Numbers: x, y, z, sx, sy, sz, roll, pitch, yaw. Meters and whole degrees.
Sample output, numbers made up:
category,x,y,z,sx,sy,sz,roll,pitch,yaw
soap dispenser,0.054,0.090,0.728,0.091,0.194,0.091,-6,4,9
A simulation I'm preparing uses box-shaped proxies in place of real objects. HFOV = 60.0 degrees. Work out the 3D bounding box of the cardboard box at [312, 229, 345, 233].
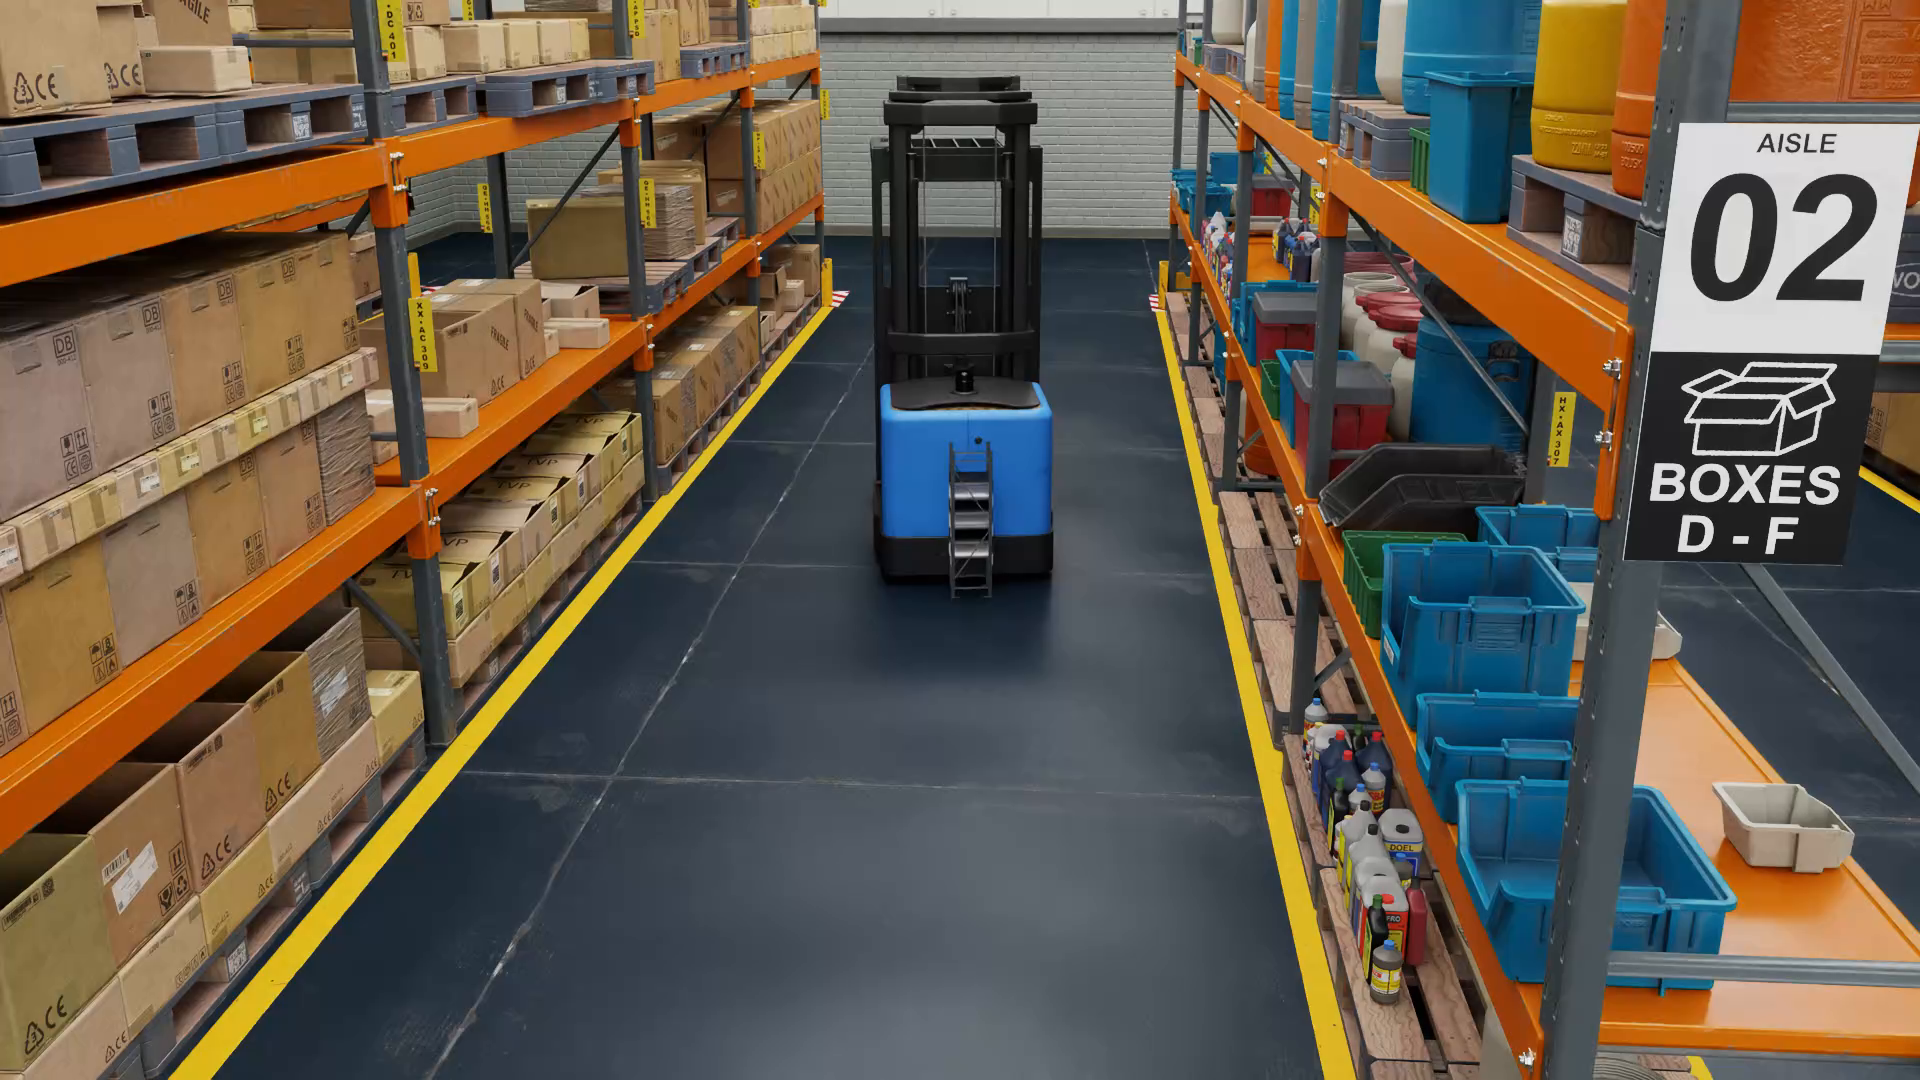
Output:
category,x,y,z,sx,sy,sz,roll,pitch,yaw
cardboard box,-7.149,-3.447,18.923,0.380,0.149,0.250,1,18,4

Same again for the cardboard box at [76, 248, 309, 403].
category,x,y,z,sx,sy,sz,roll,pitch,yaw
cardboard box,-2.988,-0.836,6.413,0.700,0.500,0.500,1,18,4

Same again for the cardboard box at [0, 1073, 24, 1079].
category,x,y,z,sx,sy,sz,roll,pitch,yaw
cardboard box,-2.954,1.721,4.595,0.500,0.250,0.500,1,18,4

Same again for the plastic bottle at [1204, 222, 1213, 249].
category,x,y,z,sx,sy,sz,roll,pitch,yaw
plastic bottle,2.128,-2.566,14.144,0.097,0.271,0.097,0,18,0

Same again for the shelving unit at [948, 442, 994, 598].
category,x,y,z,sx,sy,sz,roll,pitch,yaw
shelving unit,0.063,-0.118,9.835,0.258,0.900,0.210,-1,18,-3

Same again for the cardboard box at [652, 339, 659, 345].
category,x,y,z,sx,sy,sz,roll,pitch,yaw
cardboard box,-2.739,-1.350,13.533,0.500,0.500,0.500,1,18,2

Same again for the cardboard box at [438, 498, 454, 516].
category,x,y,z,sx,sy,sz,roll,pitch,yaw
cardboard box,-3.115,-0.075,9.175,0.500,0.311,0.500,1,18,4

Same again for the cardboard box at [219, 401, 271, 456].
category,x,y,z,sx,sy,sz,roll,pitch,yaw
cardboard box,-2.808,-0.417,6.177,0.380,0.149,0.250,1,18,4

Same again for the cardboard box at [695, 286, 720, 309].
category,x,y,z,sx,sy,sz,roll,pitch,yaw
cardboard box,-2.596,-2.156,15.993,0.500,0.500,0.500,1,18,4

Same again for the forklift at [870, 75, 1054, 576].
category,x,y,z,sx,sy,sz,roll,pitch,yaw
forklift,-0.034,-1.587,11.060,1.130,2.935,3.031,-1,18,-3

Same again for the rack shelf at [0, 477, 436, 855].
category,x,y,z,sx,sy,sz,roll,pitch,yaw
rack shelf,-3.071,0.496,5.747,1.077,0.370,4.000,1,18,4

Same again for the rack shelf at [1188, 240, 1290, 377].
category,x,y,z,sx,sy,sz,roll,pitch,yaw
rack shelf,2.443,-1.877,12.988,1.077,0.370,4.000,1,18,4

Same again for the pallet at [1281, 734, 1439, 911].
category,x,y,z,sx,sy,sz,roll,pitch,yaw
pallet,1.923,1.178,6.990,1.003,0.211,1.213,1,18,4

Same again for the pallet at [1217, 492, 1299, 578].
category,x,y,z,sx,sy,sz,roll,pitch,yaw
pallet,2.206,-0.032,10.683,1.003,0.211,1.213,1,18,4

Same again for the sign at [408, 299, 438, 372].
category,x,y,z,sx,sy,sz,roll,pitch,yaw
sign,-2.374,-0.904,7.347,0.100,0.325,0.005,1,18,4

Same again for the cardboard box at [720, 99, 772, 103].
category,x,y,z,sx,sy,sz,roll,pitch,yaw
cardboard box,-2.362,-4.584,18.330,0.500,0.500,0.500,2,18,6

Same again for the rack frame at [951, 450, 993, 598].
category,x,y,z,sx,sy,sz,roll,pitch,yaw
rack frame,0.068,-0.087,9.738,0.240,0.900,0.006,-1,18,-3

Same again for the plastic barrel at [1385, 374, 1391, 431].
category,x,y,z,sx,sy,sz,roll,pitch,yaw
plastic barrel,2.261,-0.697,8.455,0.301,0.262,0.301,0,18,0

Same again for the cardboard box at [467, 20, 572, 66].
category,x,y,z,sx,sy,sz,roll,pitch,yaw
cardboard box,-2.636,-2.957,9.881,0.500,0.250,0.500,2,18,5

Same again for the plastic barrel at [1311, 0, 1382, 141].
category,x,y,z,sx,sy,sz,roll,pitch,yaw
plastic barrel,1.833,-2.181,7.141,0.600,0.901,0.708,1,18,4

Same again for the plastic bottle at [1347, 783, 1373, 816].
category,x,y,z,sx,sy,sz,roll,pitch,yaw
plastic bottle,1.555,1.079,6.488,0.097,0.271,0.097,0,18,0

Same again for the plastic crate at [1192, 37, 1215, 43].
category,x,y,z,sx,sy,sz,roll,pitch,yaw
plastic crate,2.333,-4.475,15.216,0.416,0.233,0.300,1,18,4

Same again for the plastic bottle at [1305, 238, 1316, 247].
category,x,y,z,sx,sy,sz,roll,pitch,yaw
plastic bottle,2.792,-2.267,13.224,0.152,0.276,0.135,1,18,4

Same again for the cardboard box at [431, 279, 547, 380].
category,x,y,z,sx,sy,sz,roll,pitch,yaw
cardboard box,-2.745,-1.235,9.714,0.500,0.500,0.500,0,18,1

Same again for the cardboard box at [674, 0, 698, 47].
category,x,y,z,sx,sy,sz,roll,pitch,yaw
cardboard box,-2.489,-4.309,13.442,0.600,0.600,0.600,1,18,3

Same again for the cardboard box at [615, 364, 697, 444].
category,x,y,z,sx,sy,sz,roll,pitch,yaw
cardboard box,-2.291,-1.028,12.551,0.500,0.500,0.500,1,18,2

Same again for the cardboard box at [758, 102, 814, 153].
category,x,y,z,sx,sy,sz,roll,pitch,yaw
cardboard box,-1.860,-4.415,17.814,0.500,0.500,0.500,2,18,5

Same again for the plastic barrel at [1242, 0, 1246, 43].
category,x,y,z,sx,sy,sz,roll,pitch,yaw
plastic barrel,2.277,-3.841,12.118,0.433,0.535,0.433,0,18,0

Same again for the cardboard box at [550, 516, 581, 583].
category,x,y,z,sx,sy,sz,roll,pitch,yaw
cardboard box,-2.542,0.043,9.716,0.500,0.250,0.500,2,18,5

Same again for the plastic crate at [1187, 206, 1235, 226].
category,x,y,z,sx,sy,sz,roll,pitch,yaw
plastic crate,2.399,-3.091,15.885,0.437,0.125,0.590,1,18,4

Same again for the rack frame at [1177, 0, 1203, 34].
category,x,y,z,sx,sy,sz,roll,pitch,yaw
rack frame,2.873,-6.933,17.629,1.000,3.000,0.127,1,18,4

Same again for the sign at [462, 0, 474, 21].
category,x,y,z,sx,sy,sz,roll,pitch,yaw
sign,-3.182,-3.393,10.813,0.100,0.325,0.005,1,18,4

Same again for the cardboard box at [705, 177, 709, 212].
category,x,y,z,sx,sy,sz,roll,pitch,yaw
cardboard box,-2.574,-3.160,15.589,0.500,0.500,0.500,2,18,5

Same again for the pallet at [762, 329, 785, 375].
category,x,y,z,sx,sy,sz,roll,pitch,yaw
pallet,-2.304,-1.839,16.198,1.003,0.211,1.213,1,18,4

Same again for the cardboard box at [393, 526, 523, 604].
category,x,y,z,sx,sy,sz,roll,pitch,yaw
cardboard box,-2.608,0.096,8.654,0.500,0.311,0.500,1,18,3

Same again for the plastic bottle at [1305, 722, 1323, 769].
category,x,y,z,sx,sy,sz,roll,pitch,yaw
plastic bottle,1.546,0.886,7.188,0.097,0.201,0.097,0,18,0

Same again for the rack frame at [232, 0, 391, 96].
category,x,y,z,sx,sy,sz,roll,pitch,yaw
rack frame,-2.927,-3.318,6.596,1.000,3.000,0.127,1,18,4

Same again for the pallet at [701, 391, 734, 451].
category,x,y,z,sx,sy,sz,roll,pitch,yaw
pallet,-2.459,-0.993,13.614,1.003,0.211,1.213,1,18,4

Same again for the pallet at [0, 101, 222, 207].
category,x,y,z,sx,sy,sz,roll,pitch,yaw
pallet,-3.053,-1.207,5.113,1.003,0.211,1.213,1,18,4

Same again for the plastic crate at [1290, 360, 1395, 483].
category,x,y,z,sx,sy,sz,roll,pitch,yaw
plastic crate,1.743,-0.543,7.659,0.402,0.464,0.583,1,18,4

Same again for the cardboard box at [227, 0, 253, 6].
category,x,y,z,sx,sy,sz,roll,pitch,yaw
cardboard box,-6.964,-5.234,15.462,0.500,0.500,0.500,1,18,3

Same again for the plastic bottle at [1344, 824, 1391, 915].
category,x,y,z,sx,sy,sz,roll,pitch,yaw
plastic bottle,1.484,1.185,6.038,0.144,0.351,0.185,2,18,6

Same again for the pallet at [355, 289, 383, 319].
category,x,y,z,sx,sy,sz,roll,pitch,yaw
pallet,-6.988,-2.728,18.909,1.003,0.211,1.213,1,18,4

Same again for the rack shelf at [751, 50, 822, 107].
category,x,y,z,sx,sy,sz,roll,pitch,yaw
rack shelf,-2.210,-4.656,16.654,1.077,0.370,4.000,1,18,4

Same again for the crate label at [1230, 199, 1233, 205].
category,x,y,z,sx,sy,sz,roll,pitch,yaw
crate label,2.965,-3.551,17.270,0.396,0.136,0.243,1,18,4

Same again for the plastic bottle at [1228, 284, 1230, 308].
category,x,y,z,sx,sy,sz,roll,pitch,yaw
plastic bottle,1.946,-1.745,11.751,0.097,0.201,0.097,0,18,0

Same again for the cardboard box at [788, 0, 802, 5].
category,x,y,z,sx,sy,sz,roll,pitch,yaw
cardboard box,-2.088,-5.982,17.778,0.700,0.500,0.500,1,18,4

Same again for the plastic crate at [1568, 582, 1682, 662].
category,x,y,z,sx,sy,sz,roll,pitch,yaw
plastic crate,2.149,0.280,5.674,0.530,0.136,0.437,1,18,4

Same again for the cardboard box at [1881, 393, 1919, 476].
category,x,y,z,sx,sy,sz,roll,pitch,yaw
cardboard box,7.310,-0.891,11.561,1.225,0.875,0.875,0,18,1

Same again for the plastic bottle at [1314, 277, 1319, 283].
category,x,y,z,sx,sy,sz,roll,pitch,yaw
plastic bottle,2.561,-1.771,11.829,0.097,0.201,0.097,0,18,0

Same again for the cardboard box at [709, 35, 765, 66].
category,x,y,z,sx,sy,sz,roll,pitch,yaw
cardboard box,-2.072,-4.451,15.113,0.500,0.250,0.500,1,18,4

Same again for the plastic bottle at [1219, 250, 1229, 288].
category,x,y,z,sx,sy,sz,roll,pitch,yaw
plastic bottle,1.985,-2.032,12.495,0.061,0.283,0.133,1,18,4

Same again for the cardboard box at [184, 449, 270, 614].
category,x,y,z,sx,sy,sz,roll,pitch,yaw
cardboard box,-3.024,-0.057,6.118,0.700,0.500,0.500,2,18,5

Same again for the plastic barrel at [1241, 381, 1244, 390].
category,x,y,z,sx,sy,sz,roll,pitch,yaw
plastic barrel,2.399,-1.154,12.826,0.600,0.588,0.708,1,18,4
